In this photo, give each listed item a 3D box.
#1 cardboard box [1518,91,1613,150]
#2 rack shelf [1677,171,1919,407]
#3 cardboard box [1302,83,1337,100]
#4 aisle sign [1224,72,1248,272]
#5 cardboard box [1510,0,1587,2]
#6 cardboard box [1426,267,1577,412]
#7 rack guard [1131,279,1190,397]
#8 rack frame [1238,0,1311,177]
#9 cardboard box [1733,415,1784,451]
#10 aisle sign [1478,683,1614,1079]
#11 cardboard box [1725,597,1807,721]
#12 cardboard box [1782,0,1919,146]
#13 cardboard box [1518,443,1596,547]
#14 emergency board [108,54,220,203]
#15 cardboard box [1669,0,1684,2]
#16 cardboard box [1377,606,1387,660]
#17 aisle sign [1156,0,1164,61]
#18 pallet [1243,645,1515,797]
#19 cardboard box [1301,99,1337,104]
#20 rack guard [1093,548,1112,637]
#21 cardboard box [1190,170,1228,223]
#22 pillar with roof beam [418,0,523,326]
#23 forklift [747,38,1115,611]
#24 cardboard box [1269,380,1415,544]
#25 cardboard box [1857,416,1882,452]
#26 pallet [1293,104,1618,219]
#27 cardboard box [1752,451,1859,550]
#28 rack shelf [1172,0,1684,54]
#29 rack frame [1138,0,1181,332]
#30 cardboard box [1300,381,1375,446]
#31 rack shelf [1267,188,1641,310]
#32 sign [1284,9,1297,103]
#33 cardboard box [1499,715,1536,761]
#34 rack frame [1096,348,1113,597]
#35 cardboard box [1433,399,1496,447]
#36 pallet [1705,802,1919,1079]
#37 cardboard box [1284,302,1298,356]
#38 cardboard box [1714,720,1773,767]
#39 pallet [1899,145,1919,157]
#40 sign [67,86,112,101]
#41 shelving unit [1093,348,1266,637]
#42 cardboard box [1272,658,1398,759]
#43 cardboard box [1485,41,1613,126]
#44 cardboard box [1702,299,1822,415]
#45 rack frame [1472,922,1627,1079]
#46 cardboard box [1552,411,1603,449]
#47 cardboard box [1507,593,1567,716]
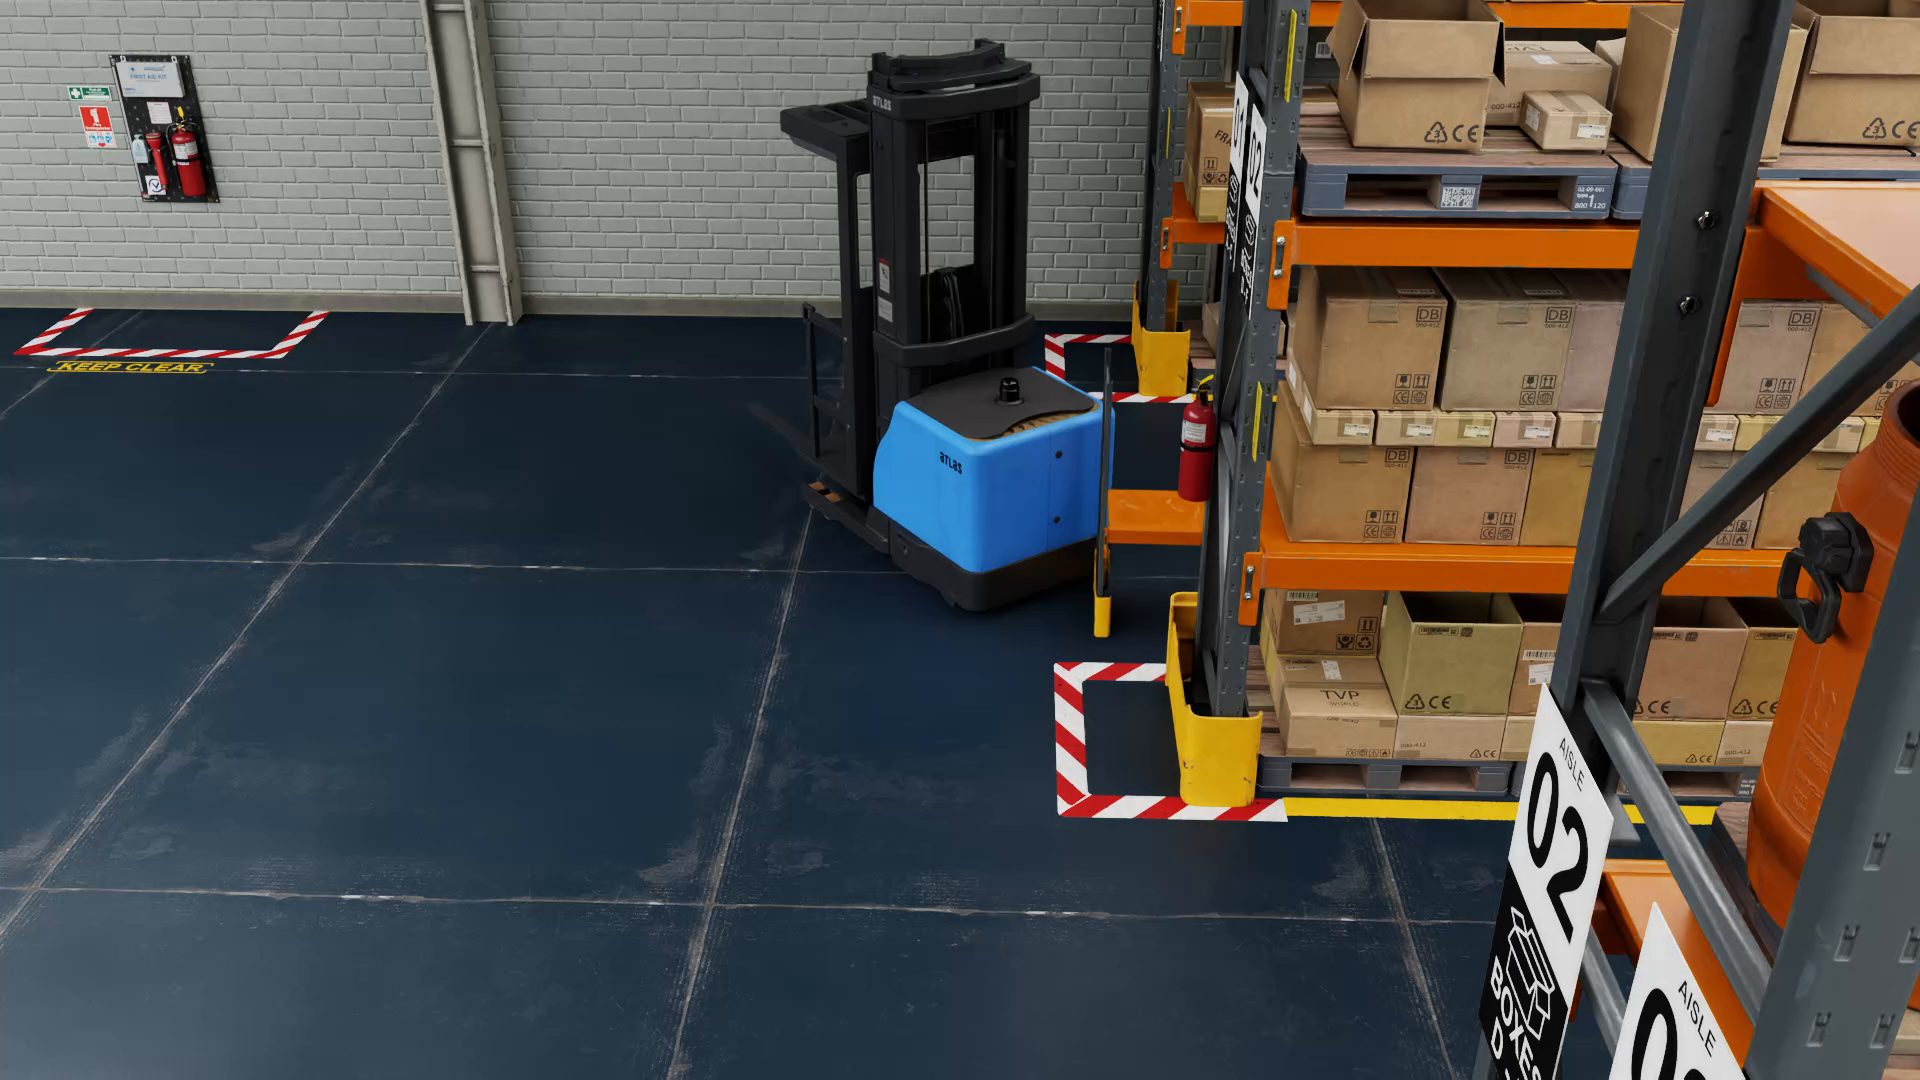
[{"bbox_3d":[2.439,-1.696,6.714,0.250,0.149,0.380,1,28,2],"label":"cardboard box"},{"bbox_3d":[3.090,-0.141,2.103,4.000,0.370,1.077,1,28,2],"label":"rack shelf"},{"bbox_3d":[2.422,-3.008,12.059,0.500,0.500,0.500,1,28,2],"label":"cardboard box"},{"bbox_3d":[1.214,-1.623,7.334,0.004,0.787,0.394,1,28,2],"label":"aisle sign"},{"bbox_3d":[3.865,-3.866,11.009,0.500,0.500,0.500,0,28,0],"label":"cardboard box"},{"bbox_3d":[2.314,-0.933,7.315,0.500,0.500,0.700,0,28,0],"label":"cardboard box"},{"bbox_3d":[1.517,-1.549,12.639,0.348,0.500,1.175,1,28,2],"label":"rack guard"},{"bbox_3d":[1.270,-2.987,6.277,0.127,3.000,1.000,1,28,2],"label":"rack frame"},{"bbox_3d":[3.453,-0.530,7.247,0.250,0.149,0.380,2,28,3],"label":"cardboard box"},{"bbox_3d":[1.030,0.693,2.964,0.004,0.787,0.394,1,28,2],"label":"aisle sign"},{"bbox_3d":[3.797,0.502,7.787,0.500,0.500,0.500,1,28,2],"label":"cardboard box"},{"bbox_3d":[3.626,-1.975,6.862,0.637,0.503,0.797,4,28,7],"label":"cardboard box"},{"bbox_3d":[2.757,-0.349,7.600,0.500,0.500,0.700,1,28,2],"label":"cardboard box"},{"bbox_3d":[-6.294,-3.206,13.096,0.643,1.169,0.194,1,28,2],"label":"emergency board"},{"bbox_3d":[4.922,-3.860,10.998,0.500,0.500,0.500,2,28,3],"label":"cardboard box"},{"bbox_3d":[2.316,0.566,8.466,0.500,0.250,0.500,1,28,2],"label":"cardboard box"},{"bbox_3d":[1.358,-3.664,11.184,0.004,0.787,0.394,1,28,2],"label":"aisle sign"},{"bbox_3d":[2.035,0.889,8.348,1.213,0.211,1.003,1,28,2],"label":"pallet"},{"bbox_3d":[2.401,-2.767,11.606,0.500,0.500,0.500,1,28,2],"label":"cardboard box"},{"bbox_3d":[0.806,0.292,9.432,0.087,0.250,0.587,2,28,3],"label":"rack guard"},{"bbox_3d":[1.917,-2.441,11.791,0.500,0.250,0.500,0,28,0],"label":"cardboard box"},{"bbox_3d":[-3.977,-3.783,7.778,0.400,9.000,9.100,1,28,2],"label":"pillar with roof beam"},{"bbox_3d":[-0.352,-1.536,10.018,1.130,2.935,3.031,-18,33,-30],"label":"forklift"},{"bbox_3d":[1.736,-0.367,7.632,0.500,0.500,0.700,1,28,2],"label":"cardboard box"},{"bbox_3d":[3.971,-0.523,7.234,0.250,0.149,0.380,1,28,2],"label":"cardboard box"},{"bbox_3d":[1.975,-1.599,6.955,1.213,0.211,1.003,1,28,2],"label":"pallet"},{"bbox_3d":[3.795,-0.334,7.572,0.500,0.500,0.700,1,28,3],"label":"cardboard box"},{"bbox_3d":[3.440,-3.629,11.459,4.000,0.370,1.077,1,28,2],"label":"rack shelf"},{"bbox_3d":[1.441,-2.655,12.056,0.127,3.000,1.000,1,28,2],"label":"rack frame"},{"bbox_3d":[1.654,-0.560,7.304,0.250,0.149,0.380,1,28,1],"label":"cardboard box"},{"bbox_3d":[3.268,-1.311,7.085,4.000,0.370,1.077,1,28,2],"label":"rack shelf"},{"bbox_3d":[1.244,-1.823,6.266,0.005,0.325,0.100,1,28,2],"label":"sign"},{"bbox_3d":[2.797,0.821,7.986,0.500,0.250,0.500,1,28,2],"label":"cardboard box"},{"bbox_3d":[0.787,-0.261,9.140,0.032,1.500,0.500,2,28,3],"label":"rack frame"},{"bbox_3d":[2.167,-0.552,7.289,0.250,0.149,0.380,1,28,2],"label":"cardboard box"},{"bbox_3d":[1.914,0.800,2.538,1.213,0.211,1.003,1,28,2],"label":"pallet"},{"bbox_3d":[2.699,-1.598,12.464,0.500,0.311,0.500,3,28,6],"label":"cardboard box"},{"bbox_3d":[3.797,0.840,7.951,0.500,0.250,0.500,1,28,2],"label":"cardboard box"},{"bbox_3d":[4.414,-1.558,6.879,1.213,0.211,1.003,1,28,2],"label":"pallet"},{"bbox_3d":[-6.838,-3.509,13.063,0.331,0.109,0.001,1,28,2],"label":"sign"},{"bbox_3d":[1.304,-0.246,9.112,1.083,1.500,0.587,2,28,3],"label":"shelving unit"},{"bbox_3d":[1.798,0.806,8.014,0.500,0.250,0.500,1,28,2],"label":"cardboard box"},{"bbox_3d":[2.430,-1.947,7.080,0.500,0.250,0.500,1,28,2],"label":"cardboard box"},{"bbox_3d":[3.319,-0.917,7.285,0.500,0.500,0.700,1,28,2],"label":"cardboard box"},{"bbox_3d":[1.091,1.982,3.308,0.127,3.000,1.000,1,28,2],"label":"rack frame"},{"bbox_3d":[2.686,-0.543,7.273,0.250,0.149,0.380,0,28,0],"label":"cardboard box"},{"bbox_3d":[2.798,0.484,7.820,0.500,0.500,0.500,1,28,2],"label":"cardboard box"}]
